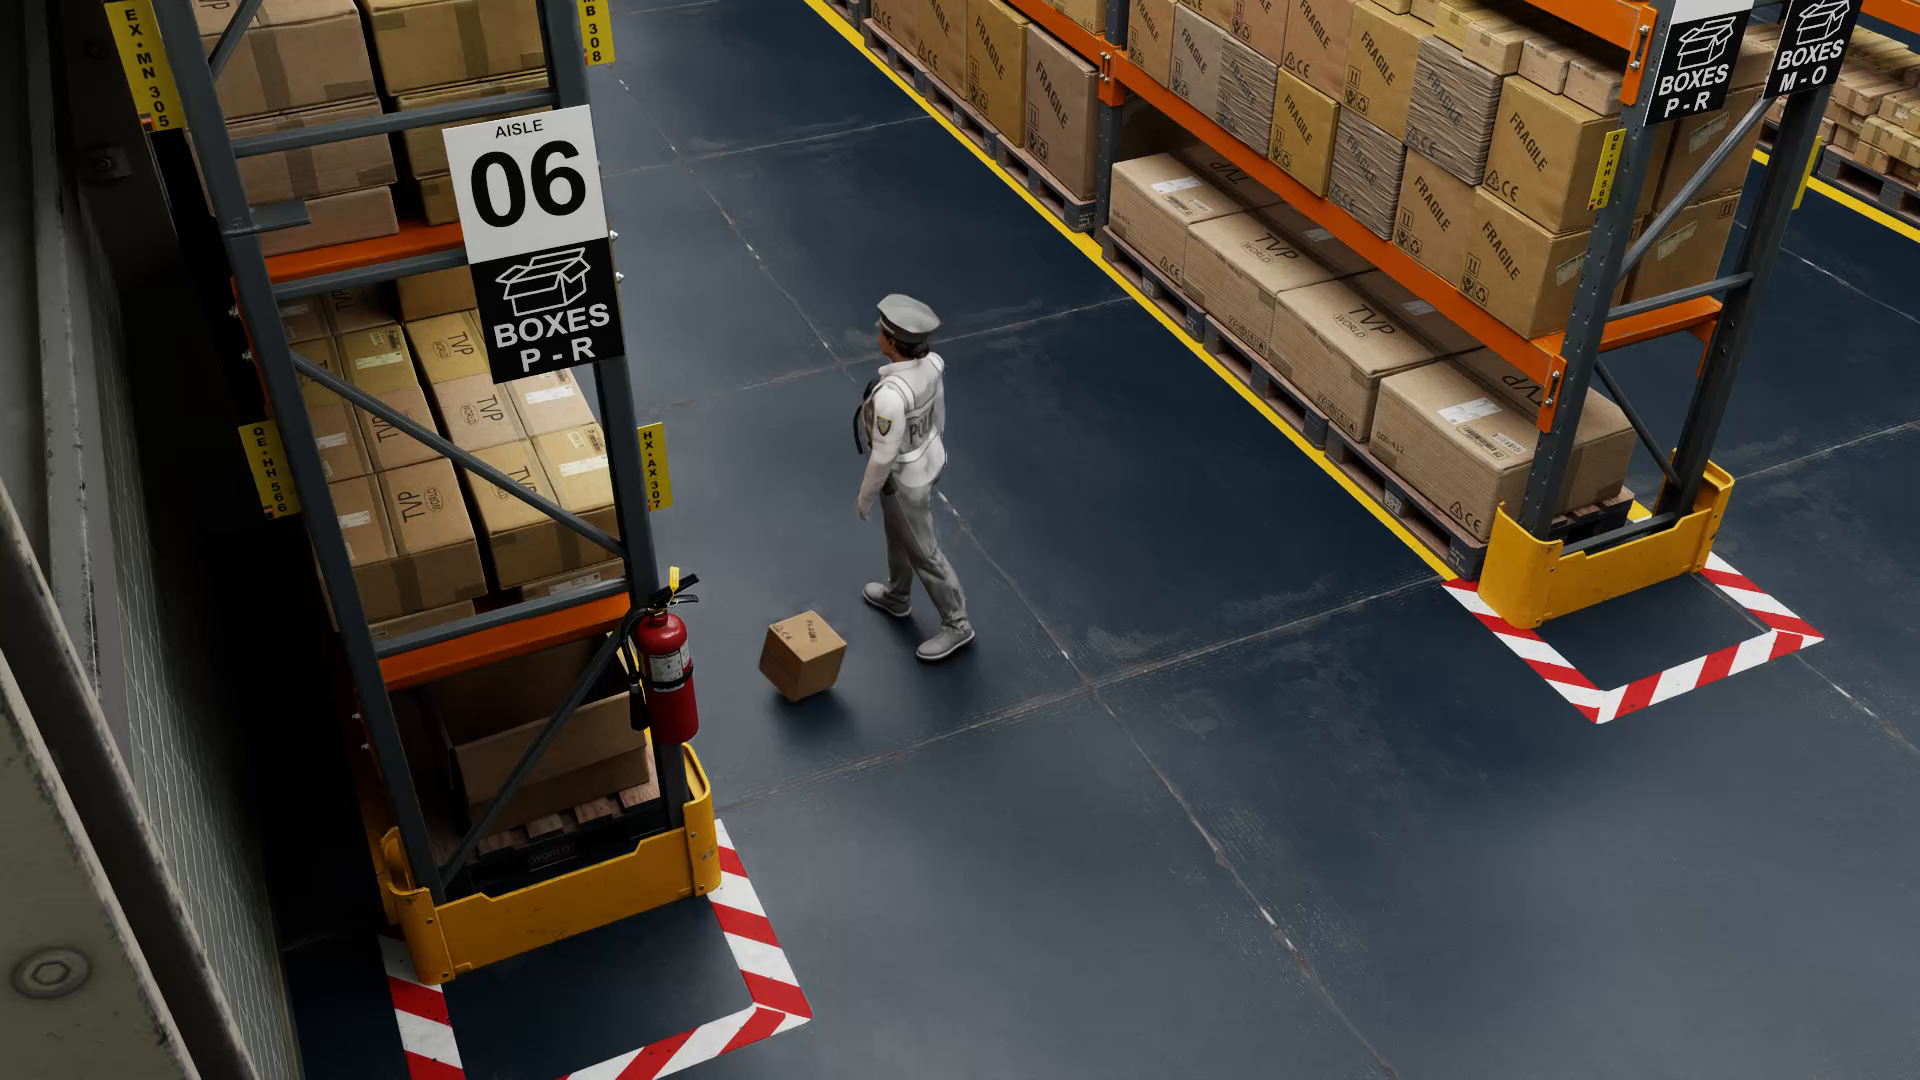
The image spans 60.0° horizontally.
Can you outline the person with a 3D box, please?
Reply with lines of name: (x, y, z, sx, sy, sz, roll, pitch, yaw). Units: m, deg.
person: (-0.203, -0.280, 7.209, 0.621, 1.671, 0.565, 13, 39, 16)
